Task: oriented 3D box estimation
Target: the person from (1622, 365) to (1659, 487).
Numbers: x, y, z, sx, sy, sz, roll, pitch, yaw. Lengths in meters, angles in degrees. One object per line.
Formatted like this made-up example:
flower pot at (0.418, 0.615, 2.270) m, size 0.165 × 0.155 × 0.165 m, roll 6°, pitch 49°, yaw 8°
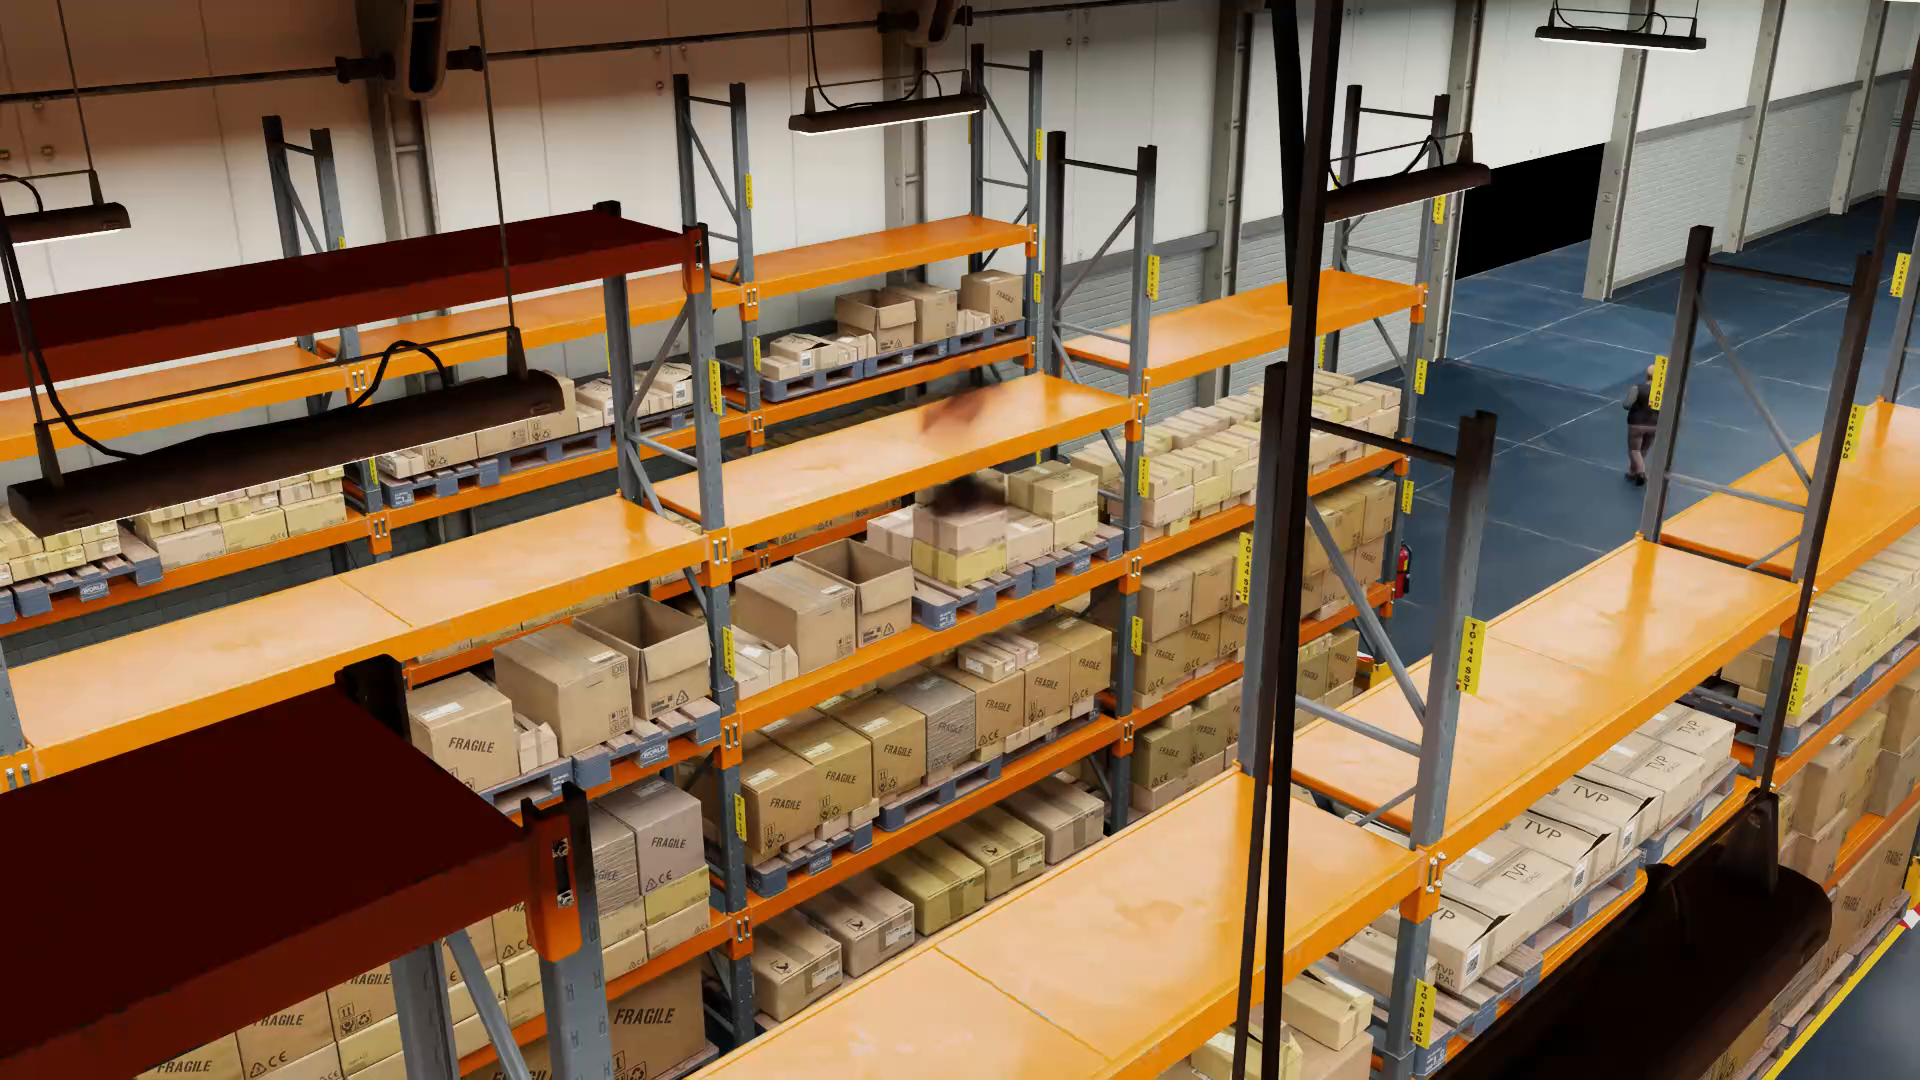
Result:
person at (9.163, -1.503, 22.261) m, size 0.663 × 1.727 × 0.928 m, roll 2°, pitch 23°, yaw 4°
